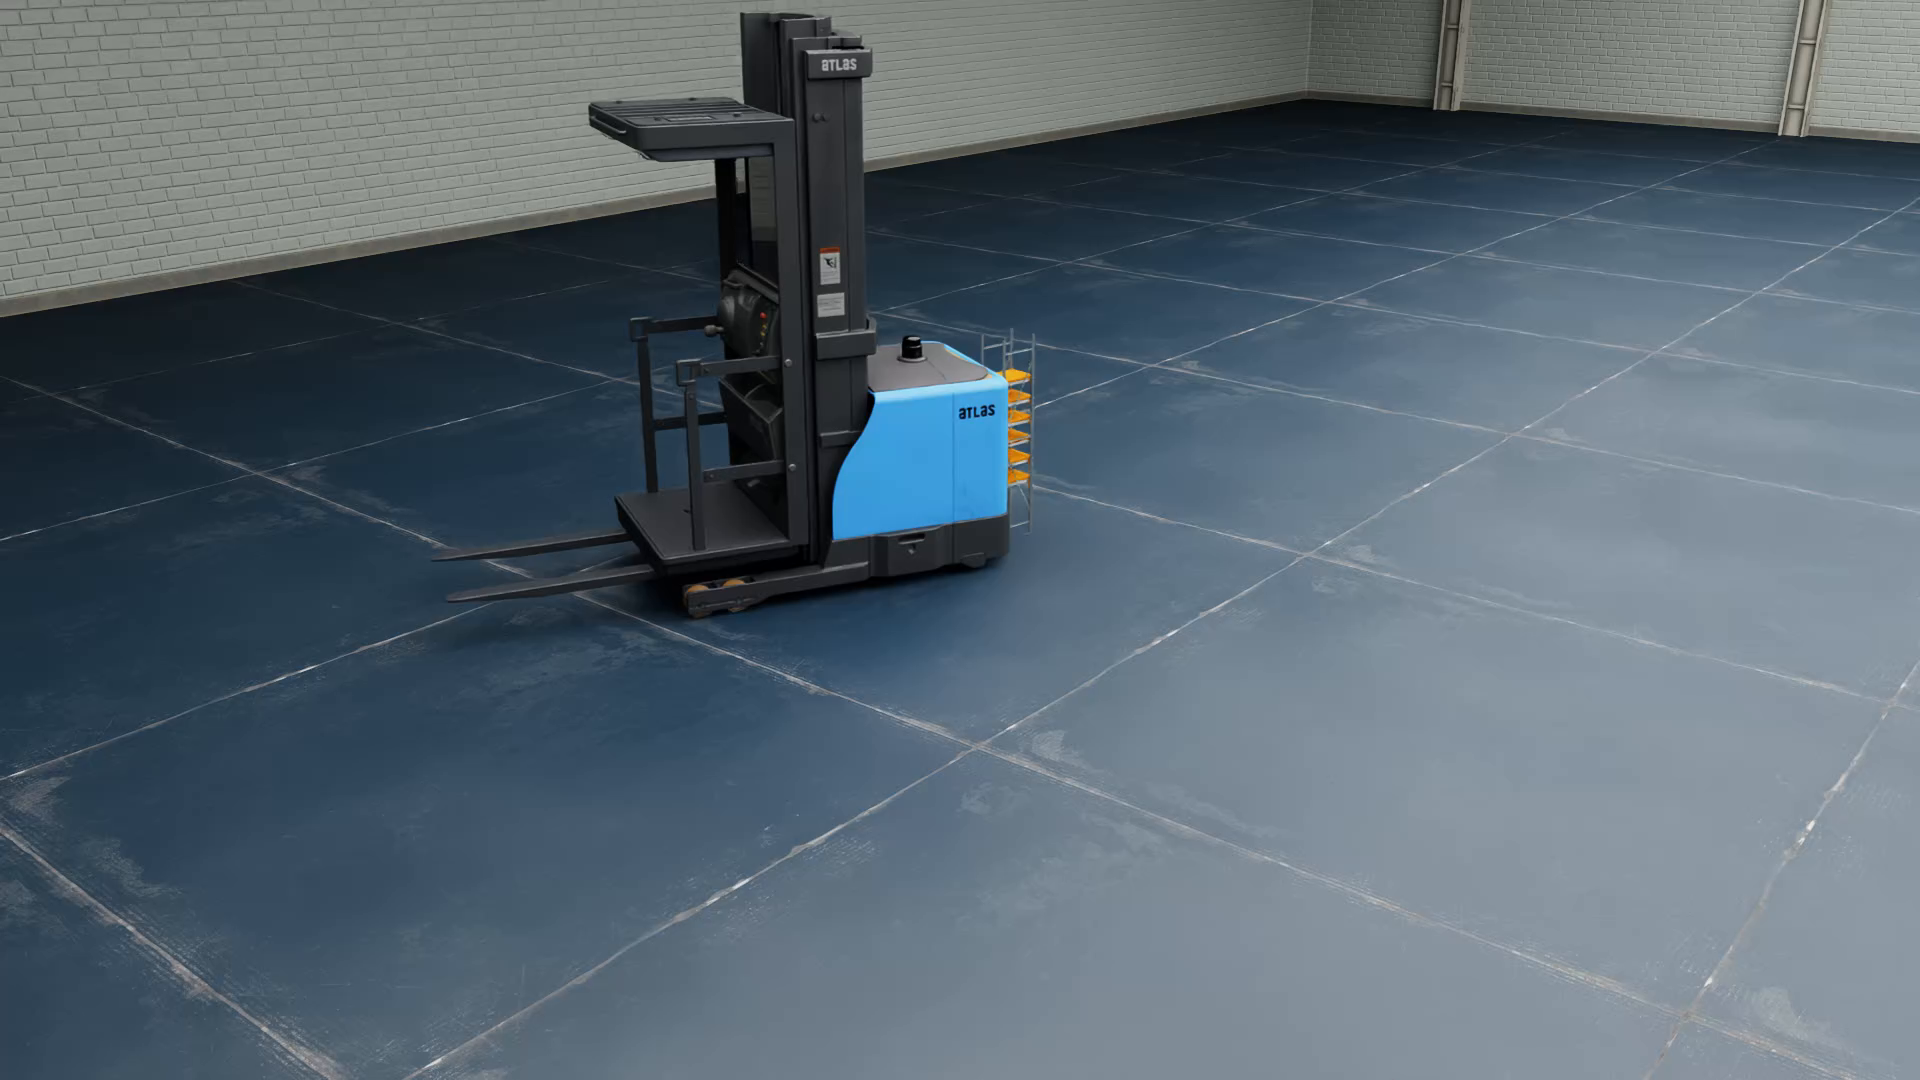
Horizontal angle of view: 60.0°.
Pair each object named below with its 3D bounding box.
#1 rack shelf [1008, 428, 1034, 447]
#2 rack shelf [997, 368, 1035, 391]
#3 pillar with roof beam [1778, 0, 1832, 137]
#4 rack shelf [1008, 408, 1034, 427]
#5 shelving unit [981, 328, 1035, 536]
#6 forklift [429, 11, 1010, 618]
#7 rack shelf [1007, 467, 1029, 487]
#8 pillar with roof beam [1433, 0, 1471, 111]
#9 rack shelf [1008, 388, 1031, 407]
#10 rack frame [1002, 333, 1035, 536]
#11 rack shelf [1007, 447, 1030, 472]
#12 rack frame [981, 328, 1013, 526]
[{"bbox_3d":[0.269,-0.555,9.565,0.258,0.103,0.180,-17,26,-37],"label":"rack shelf"},{"bbox_3d":[0.269,-0.892,9.438,0.258,0.103,0.180,-17,26,-37],"label":"rack shelf"},{"bbox_3d":[10.950,-9.681,22.588,0.400,9.000,9.100,16,26,36],"label":"pillar with roof beam"},{"bbox_3d":[0.269,-0.667,9.523,0.258,0.103,0.180,-17,26,-37],"label":"rack shelf"},{"bbox_3d":[0.269,-0.597,9.550,0.258,1.200,0.189,-17,26,-37],"label":"shelving unit"},{"bbox_3d":[-1.289,-1.181,8.647,3.031,2.935,1.130,-9,22,-22],"label":"forklift"},{"bbox_3d":[0.269,-0.330,9.650,0.258,0.103,0.180,-17,26,-37],"label":"rack shelf"},{"bbox_3d":[6.302,-11.020,26.137,0.400,9.000,9.100,16,26,36],"label":"pillar with roof beam"},{"bbox_3d":[0.269,-0.780,9.481,0.258,0.103,0.180,-17,26,-37],"label":"rack shelf"},{"bbox_3d":[0.328,-0.572,9.485,0.240,1.200,0.006,-17,26,-37],"label":"rack frame"},{"bbox_3d":[0.269,-0.443,9.608,0.258,0.103,0.180,-17,26,-37],"label":"rack shelf"},{"bbox_3d":[0.209,-0.621,9.615,0.240,1.200,0.006,-17,26,-37],"label":"rack frame"}]
